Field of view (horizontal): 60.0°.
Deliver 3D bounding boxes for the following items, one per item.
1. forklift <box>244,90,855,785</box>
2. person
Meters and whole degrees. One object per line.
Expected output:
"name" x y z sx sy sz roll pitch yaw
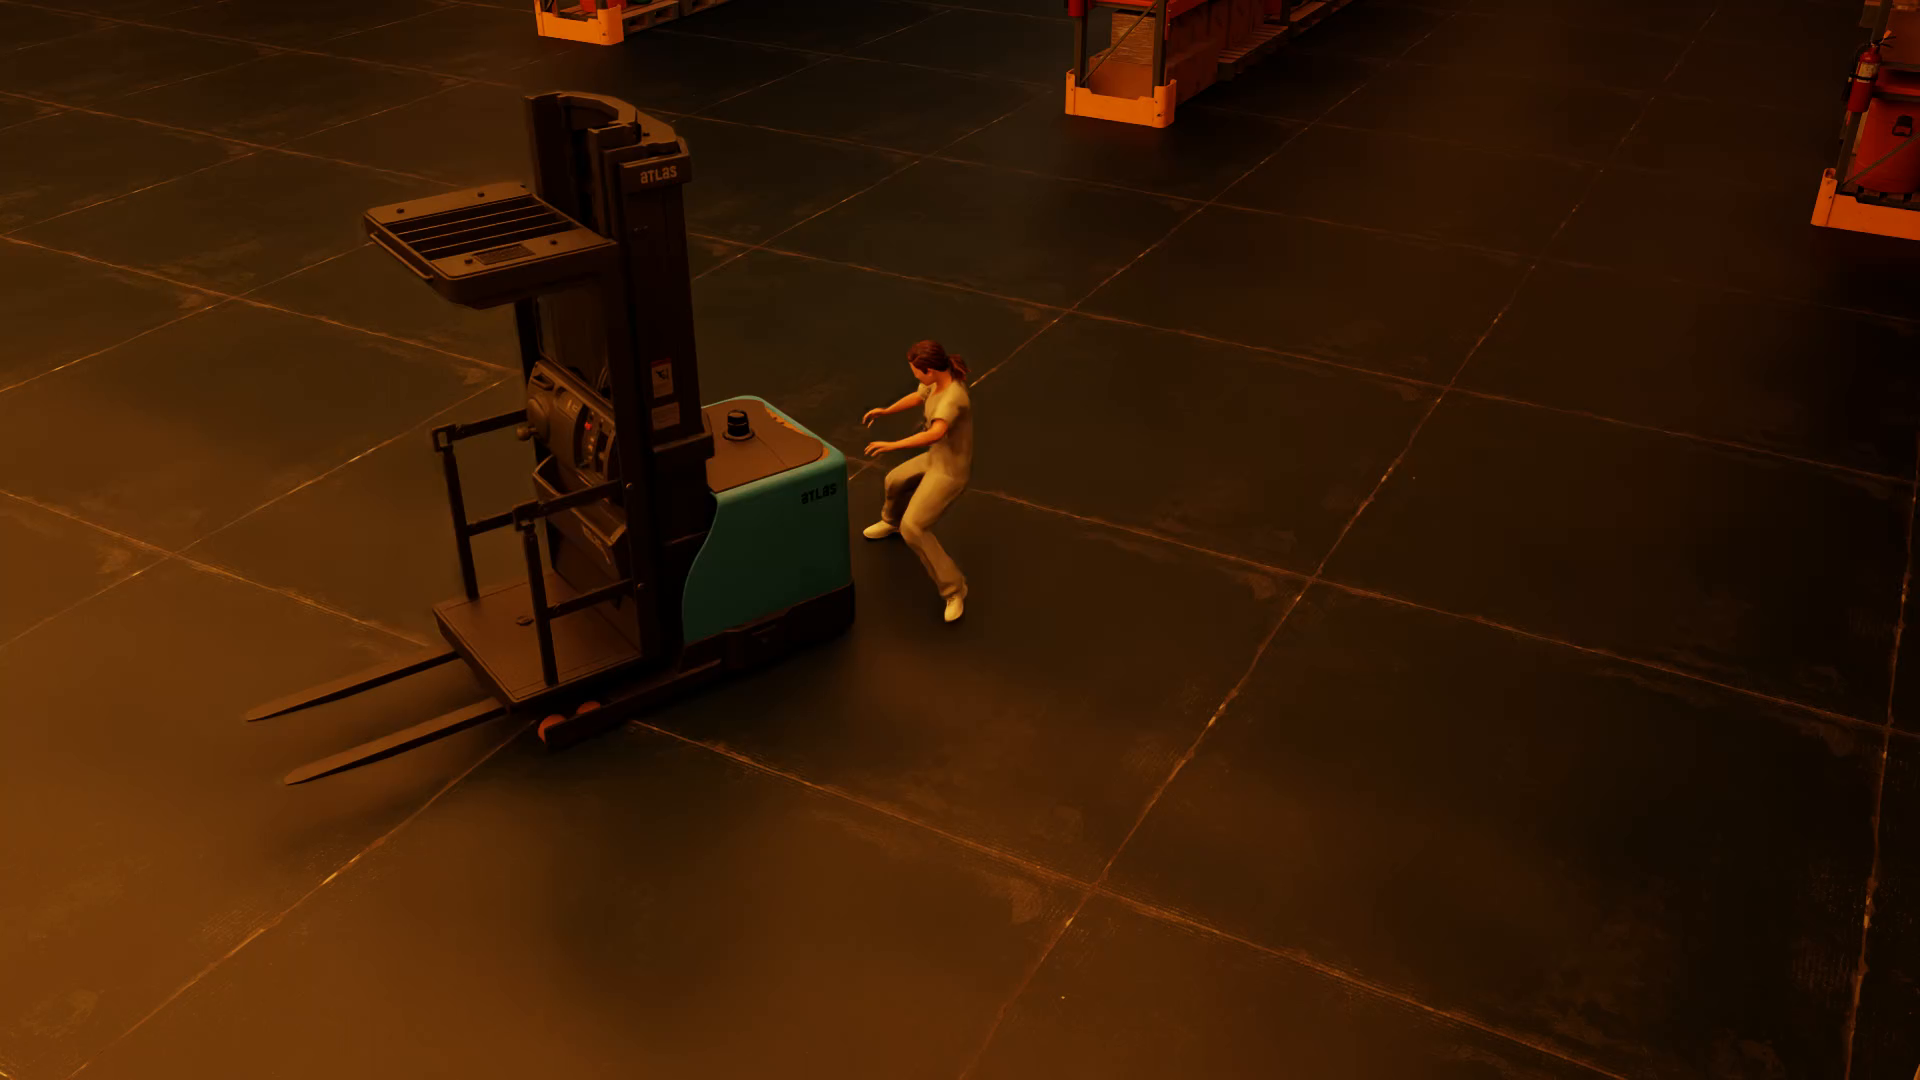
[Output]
"forklift" -2.063 -0.539 8.004 3.031 2.935 1.130 -20 36 -31
"person" -0.236 -0.423 9.279 0.632 1.454 1.173 -2 30 -3
